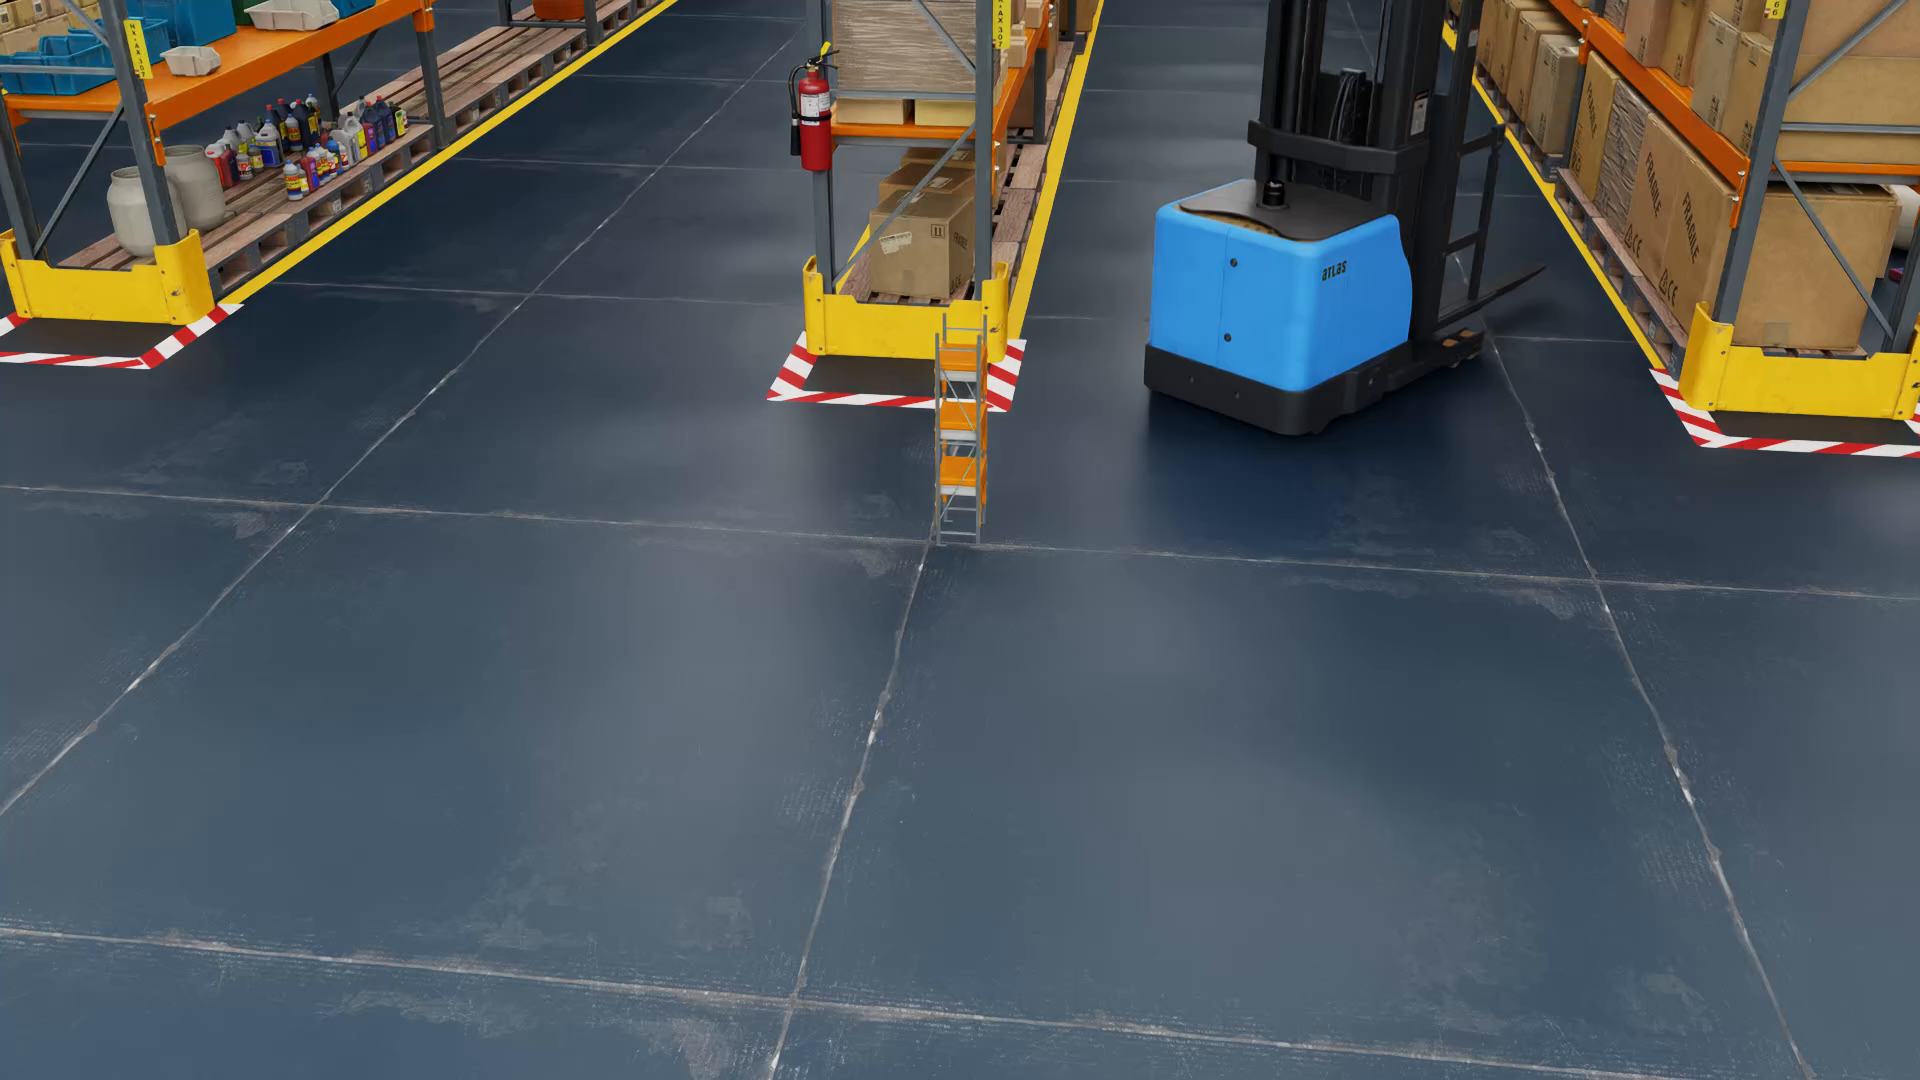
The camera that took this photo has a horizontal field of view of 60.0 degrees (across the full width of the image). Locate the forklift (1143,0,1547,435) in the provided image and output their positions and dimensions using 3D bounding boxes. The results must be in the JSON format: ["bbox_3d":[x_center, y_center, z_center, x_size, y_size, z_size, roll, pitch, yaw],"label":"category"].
[{"bbox_3d":[2.409,-2.432,9.174,1.130,2.935,3.031,25,37,38],"label":"forklift"}]

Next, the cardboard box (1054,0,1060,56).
[{"bbox_3d":[0.597,-4.967,15.978,0.700,0.500,0.500,2,28,4],"label":"cardboard box"}]

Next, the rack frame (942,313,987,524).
[{"bbox_3d":[0.022,-0.545,7.654,0.200,1.050,0.008,3,28,6],"label":"rack frame"}]

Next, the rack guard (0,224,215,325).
[{"bbox_3d":[-5.274,-1.650,10.286,1.175,0.500,0.348,3,28,6],"label":"rack guard"}]

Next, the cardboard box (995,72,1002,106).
[{"bbox_3d":[0.046,-2.667,9.803,0.380,0.149,0.250,3,28,6],"label":"cardboard box"}]

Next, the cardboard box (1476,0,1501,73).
[{"bbox_3d":[5.405,-4.767,15.366,1.050,0.750,0.750,3,28,6],"label":"cardboard box"}]

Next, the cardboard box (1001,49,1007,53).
[{"bbox_3d":[0.097,-3.023,10.463,0.380,0.149,0.250,3,28,6],"label":"cardboard box"}]

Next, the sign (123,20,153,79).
[{"bbox_3d":[-4.691,-2.800,9.493,0.100,0.325,0.005,3,28,6],"label":"sign"}]

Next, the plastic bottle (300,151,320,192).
[{"bbox_3d":[-4.659,-2.651,11.908,0.061,0.283,0.133,4,29,7],"label":"plastic bottle"}]

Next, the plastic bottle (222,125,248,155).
[{"bbox_3d":[-5.355,-2.890,12.281,0.144,0.351,0.185,5,29,8],"label":"plastic bottle"}]

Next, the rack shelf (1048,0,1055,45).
[{"bbox_3d":[0.414,-4.932,14.500,1.077,0.370,4.000,3,28,6],"label":"rack shelf"}]

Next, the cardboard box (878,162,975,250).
[{"bbox_3d":[-0.189,-2.085,10.650,0.500,0.500,0.500,11,30,19],"label":"cardboard box"}]

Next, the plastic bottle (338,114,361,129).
[{"bbox_3d":[-4.713,-3.176,12.891,0.152,0.276,0.135,3,28,6],"label":"plastic bottle"}]

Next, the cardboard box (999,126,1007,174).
[{"bbox_3d":[0.018,-2.936,12.229,0.500,0.500,0.500,13,31,22],"label":"cardboard box"}]

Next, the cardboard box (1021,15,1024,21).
[{"bbox_3d":[0.232,-3.493,11.336,0.380,0.149,0.250,3,28,6],"label":"cardboard box"}]

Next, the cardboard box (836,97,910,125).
[{"bbox_3d":[-0.491,-2.460,9.418,0.380,0.149,0.250,3,28,6],"label":"cardboard box"}]

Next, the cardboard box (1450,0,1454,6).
[{"bbox_3d":[5.592,-5.993,17.903,0.500,0.500,0.500,4,29,7],"label":"cardboard box"}]

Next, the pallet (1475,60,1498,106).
[{"bbox_3d":[5.398,-4.260,15.435,1.003,0.211,1.213,3,28,6],"label":"pallet"}]

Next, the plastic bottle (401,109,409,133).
[{"bbox_3d":[-4.482,-3.368,13.325,0.097,0.201,0.097,0,28,0],"label":"plastic bottle"}]

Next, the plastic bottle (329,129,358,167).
[{"bbox_3d":[-4.626,-2.951,12.473,0.152,0.276,0.135,4,29,7],"label":"plastic bottle"}]

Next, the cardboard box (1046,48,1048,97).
[{"bbox_3d":[0.411,-4.175,14.509,0.700,0.500,0.500,1,28,2],"label":"cardboard box"}]

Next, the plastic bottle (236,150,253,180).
[{"bbox_3d":[-5.246,-2.748,12.174,0.097,0.201,0.097,0,28,0],"label":"plastic bottle"}]

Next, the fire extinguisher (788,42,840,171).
[{"bbox_3d":[-0.792,-2.363,9.055,0.296,0.674,0.183,3,28,6],"label":"fire extinguisher"}]

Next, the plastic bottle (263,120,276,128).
[{"bbox_3d":[-5.261,-3.071,12.701,0.097,0.271,0.097,0,28,0],"label":"plastic bottle"}]

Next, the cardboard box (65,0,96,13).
[{"bbox_3d":[-9.049,-5.483,16.630,0.500,0.311,0.500,3,28,5],"label":"cardboard box"}]

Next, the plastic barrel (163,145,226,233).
[{"bbox_3d":[-5.171,-2.352,11.133,0.421,0.512,0.421,0,28,0],"label":"plastic barrel"}]

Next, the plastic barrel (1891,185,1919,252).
[{"bbox_3d":[6.463,-2.214,11.413,0.421,0.421,0.512,-24,36,-37],"label":"plastic barrel"}]

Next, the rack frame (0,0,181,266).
[{"bbox_3d":[-5.237,-2.712,9.622,1.000,3.000,0.127,3,28,6],"label":"rack frame"}]

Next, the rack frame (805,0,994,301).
[{"bbox_3d":[-0.321,-2.424,9.087,1.000,3.000,0.127,3,28,6],"label":"rack frame"}]

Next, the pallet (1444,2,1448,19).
[{"bbox_3d":[5.966,-6.143,18.930,1.003,0.211,1.213,3,28,6],"label":"pallet"}]

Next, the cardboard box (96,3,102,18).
[{"bbox_3d":[-8.994,-5.480,17.216,0.500,0.250,0.500,4,29,7],"label":"cardboard box"}]

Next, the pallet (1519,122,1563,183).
[{"bbox_3d":[5.099,-3.111,13.303,1.003,0.211,1.213,3,28,6],"label":"pallet"}]

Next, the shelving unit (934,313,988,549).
[{"bbox_3d":[0.007,-0.487,7.548,0.215,1.050,0.252,3,28,6],"label":"shelving unit"}]

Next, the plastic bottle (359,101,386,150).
[{"bbox_3d":[-4.563,-3.212,12.879,0.144,0.351,0.185,2,28,4],"label":"plastic bottle"}]

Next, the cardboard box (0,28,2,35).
[{"bbox_3d":[-9.236,-4.765,15.297,0.500,0.311,0.500,2,28,5],"label":"cardboard box"}]

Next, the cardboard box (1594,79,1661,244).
[{"bbox_3d":[4.826,-2.504,11.033,0.875,0.875,0.875,4,29,7],"label":"cardboard box"}]

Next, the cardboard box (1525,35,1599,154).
[{"bbox_3d":[5.066,-3.463,12.945,1.050,0.750,0.750,3,28,6],"label":"cardboard box"}]

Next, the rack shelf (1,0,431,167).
[{"bbox_3d":[-4.992,-3.337,11.540,1.077,0.370,4.000,3,28,6],"label":"rack shelf"}]

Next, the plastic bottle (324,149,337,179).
[{"bbox_3d":[-4.639,-2.764,12.205,0.097,0.201,0.097,0,28,0],"label":"plastic bottle"}]

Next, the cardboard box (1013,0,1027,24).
[{"bbox_3d":[-0.005,-3.799,11.221,0.875,0.500,0.500,3,28,6],"label":"cardboard box"}]

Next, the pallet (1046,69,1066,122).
[{"bbox_3d":[0.410,-4.022,14.993,1.003,0.211,1.213,3,28,6],"label":"pallet"}]

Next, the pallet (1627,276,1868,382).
[{"bbox_3d":[4.609,-1.242,9.833,1.003,0.211,1.213,3,28,6],"label":"pallet"}]

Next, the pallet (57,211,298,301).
[{"bbox_3d":[-5.169,-1.905,11.064,1.003,0.211,1.213,3,28,6],"label":"pallet"}]

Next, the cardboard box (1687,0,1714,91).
[{"bbox_3d":[4.829,-2.848,9.716,0.875,0.550,0.550,3,28,6],"label":"cardboard box"}]

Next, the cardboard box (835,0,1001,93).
[{"bbox_3d":[-0.226,-2.857,9.471,0.875,0.500,0.500,3,28,6],"label":"cardboard box"}]

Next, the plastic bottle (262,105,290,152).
[{"bbox_3d":[-5.280,-3.178,12.815,0.144,0.351,0.185,2,28,4],"label":"plastic bottle"}]

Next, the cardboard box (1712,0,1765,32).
[{"bbox_3d":[4.649,-3.067,8.983,0.875,0.550,0.550,3,28,6],"label":"cardboard box"}]

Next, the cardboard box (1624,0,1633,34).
[{"bbox_3d":[5.001,-3.603,11.117,0.875,0.550,0.550,3,28,6],"label":"cardboard box"}]

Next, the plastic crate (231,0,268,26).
[{"bbox_3d":[-5.193,-3.879,12.011,0.450,0.188,0.662,3,28,6],"label":"plastic crate"}]

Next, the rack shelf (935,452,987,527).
[{"bbox_3d":[0.007,-0.233,7.685,0.215,0.259,0.240,3,28,6],"label":"rack shelf"}]

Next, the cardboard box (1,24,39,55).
[{"bbox_3d":[-9.179,-4.758,15.876,0.500,0.250,0.500,4,29,7],"label":"cardboard box"}]

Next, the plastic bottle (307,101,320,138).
[{"bbox_3d":[-5.127,-3.309,13.129,0.061,0.283,0.133,3,28,6],"label":"plastic bottle"}]

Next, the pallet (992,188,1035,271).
[{"bbox_3d":[-0.025,-2.185,11.584,1.003,0.211,1.213,3,28,6],"label":"pallet"}]

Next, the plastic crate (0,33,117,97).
[{"bbox_3d":[-5.472,-2.900,10.127,0.499,0.251,0.616,3,28,6],"label":"plastic crate"}]
